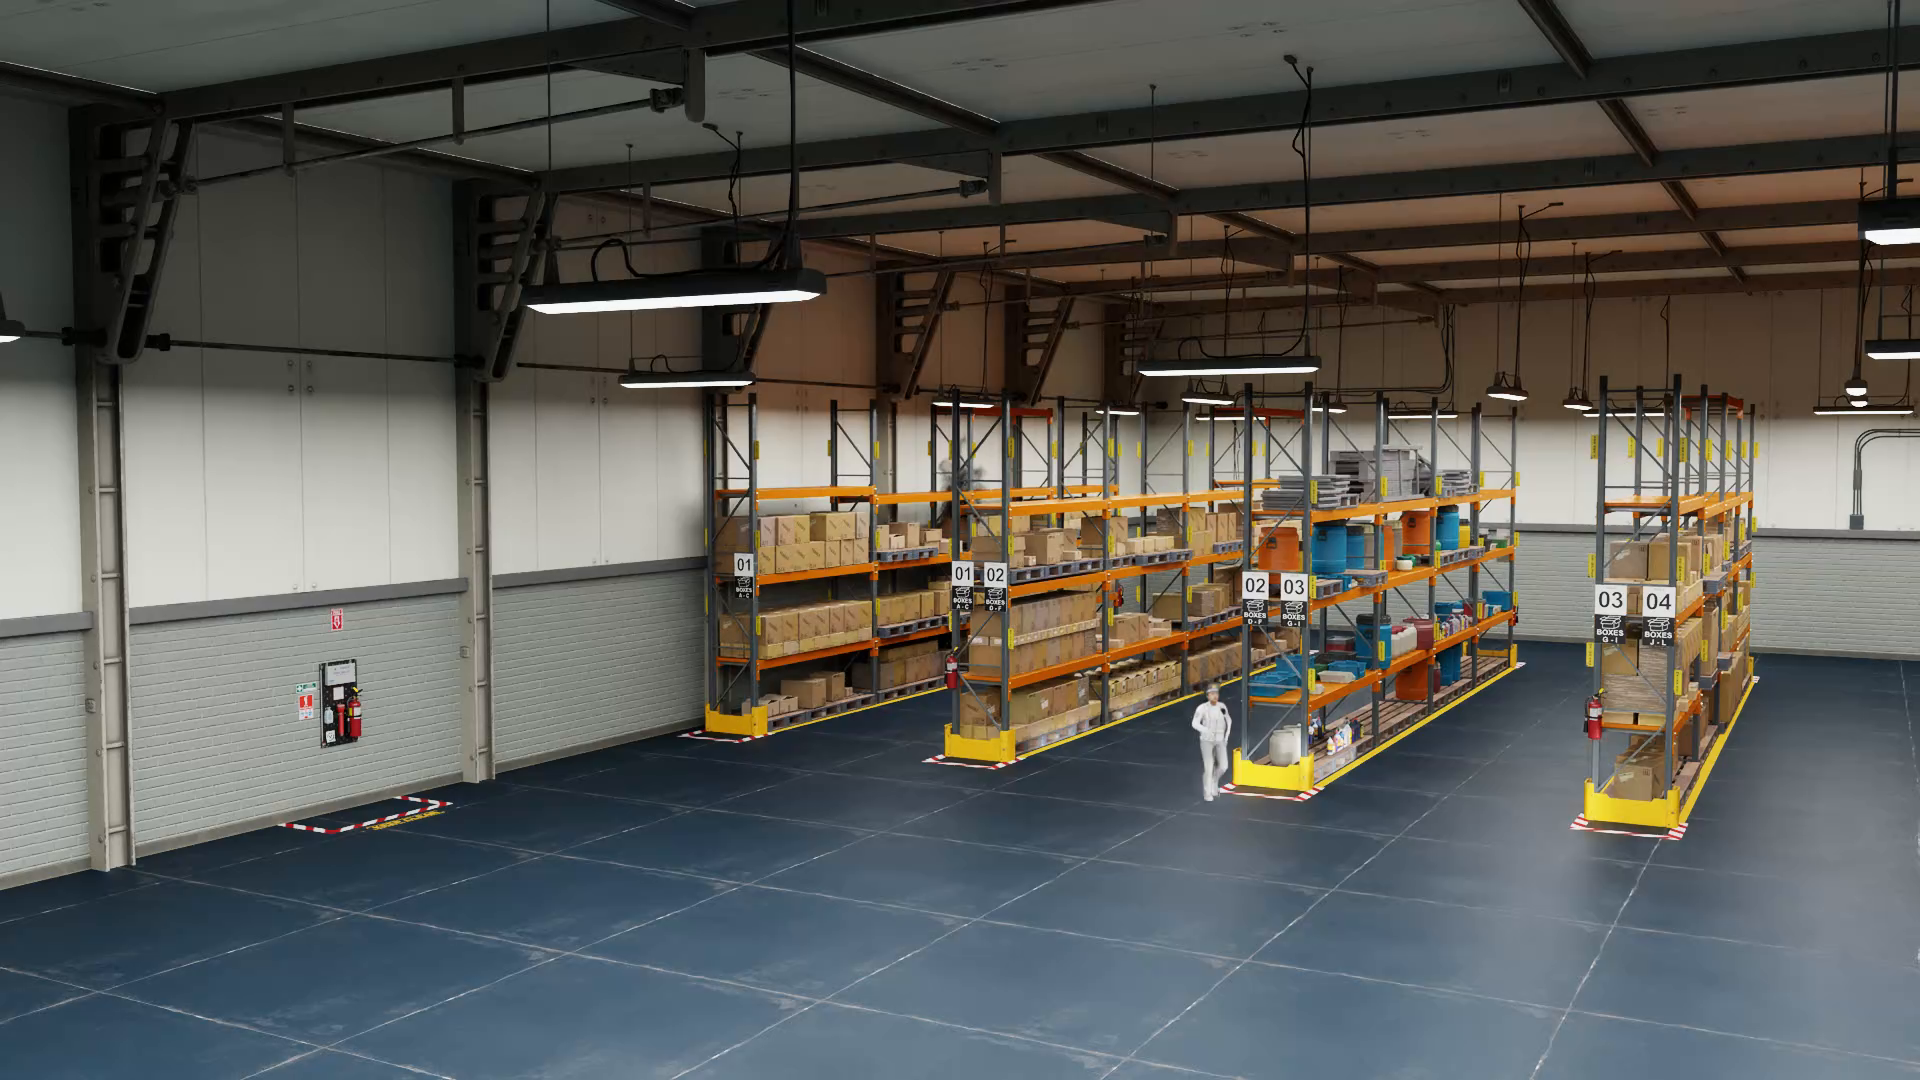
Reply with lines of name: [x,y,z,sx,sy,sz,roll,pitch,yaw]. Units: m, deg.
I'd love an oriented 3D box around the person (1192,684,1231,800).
person: [3.633,2.882,23.719,0.621,1.670,0.505,-1,3,-10]
